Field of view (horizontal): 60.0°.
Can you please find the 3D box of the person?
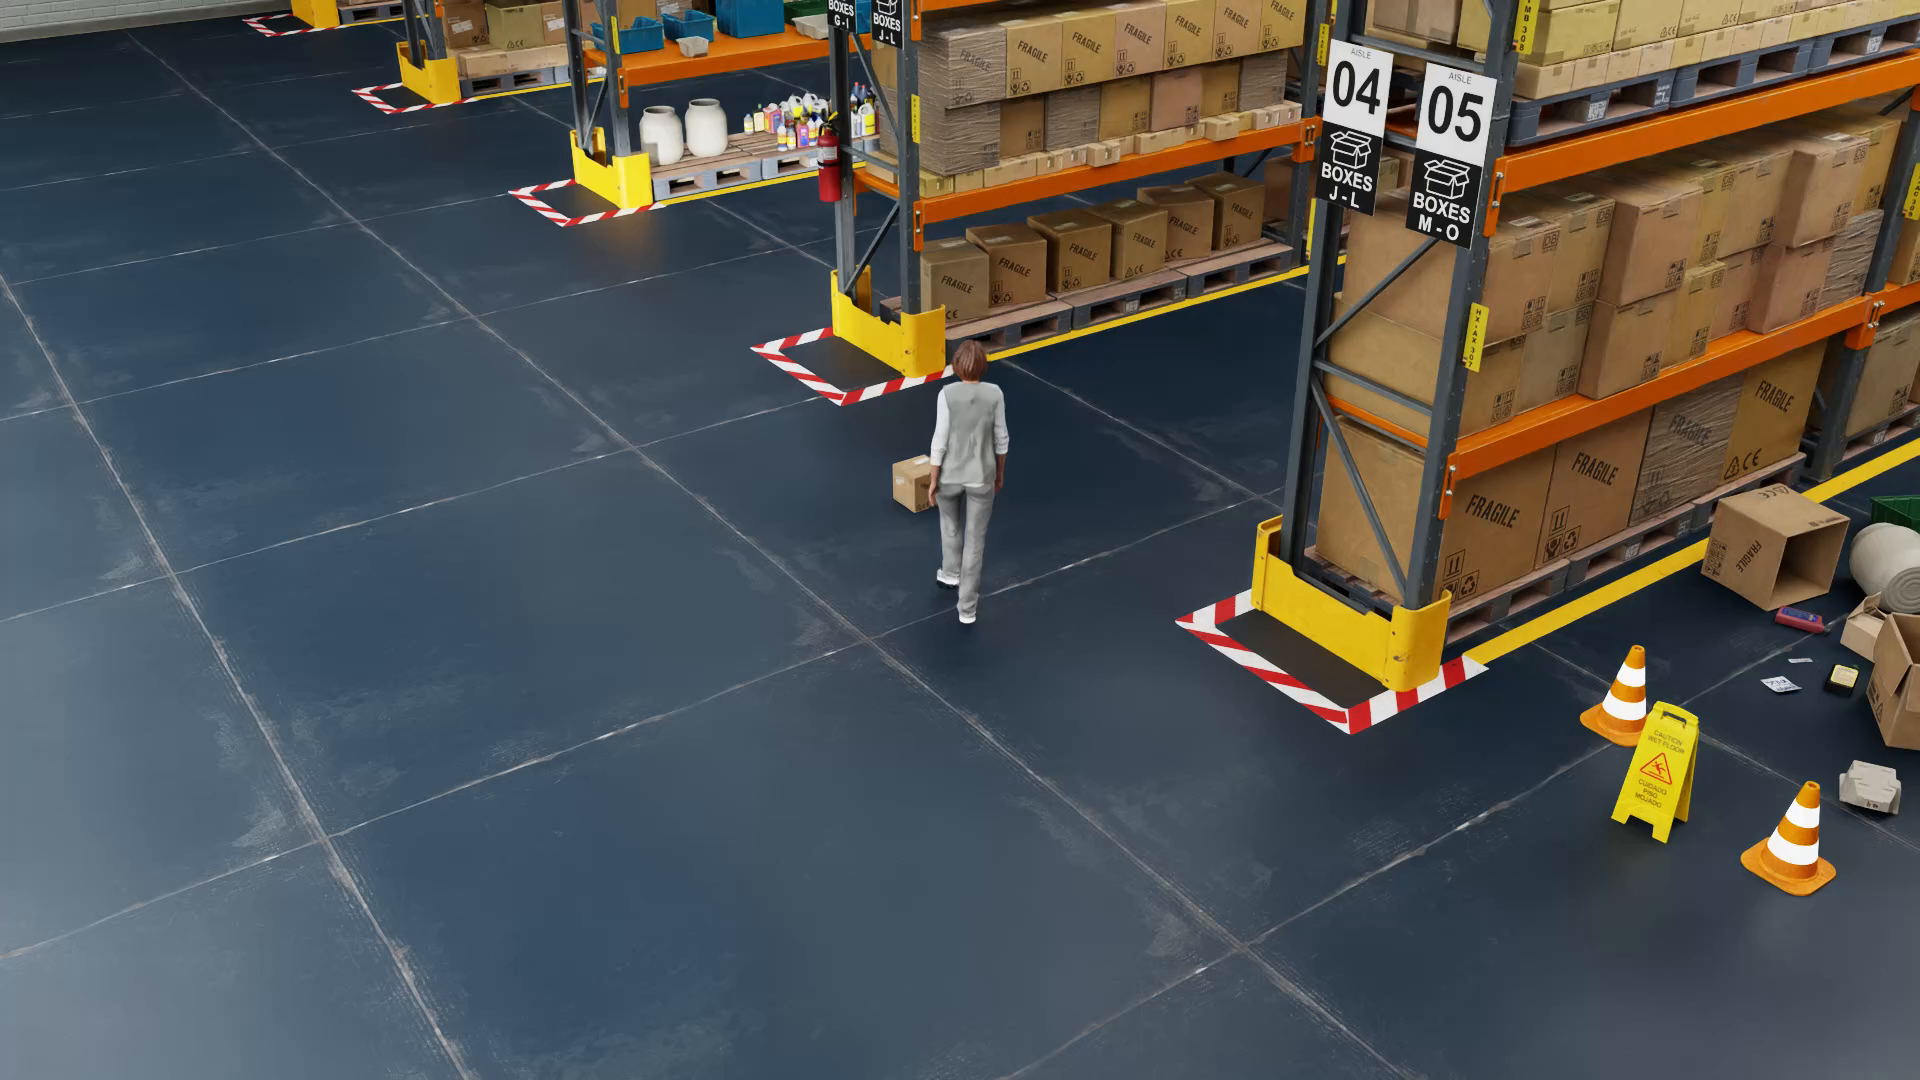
[{"bbox_3d":[0.049,-0.333,9.248,0.442,1.600,0.694,0,29,1],"label":"person"}]
